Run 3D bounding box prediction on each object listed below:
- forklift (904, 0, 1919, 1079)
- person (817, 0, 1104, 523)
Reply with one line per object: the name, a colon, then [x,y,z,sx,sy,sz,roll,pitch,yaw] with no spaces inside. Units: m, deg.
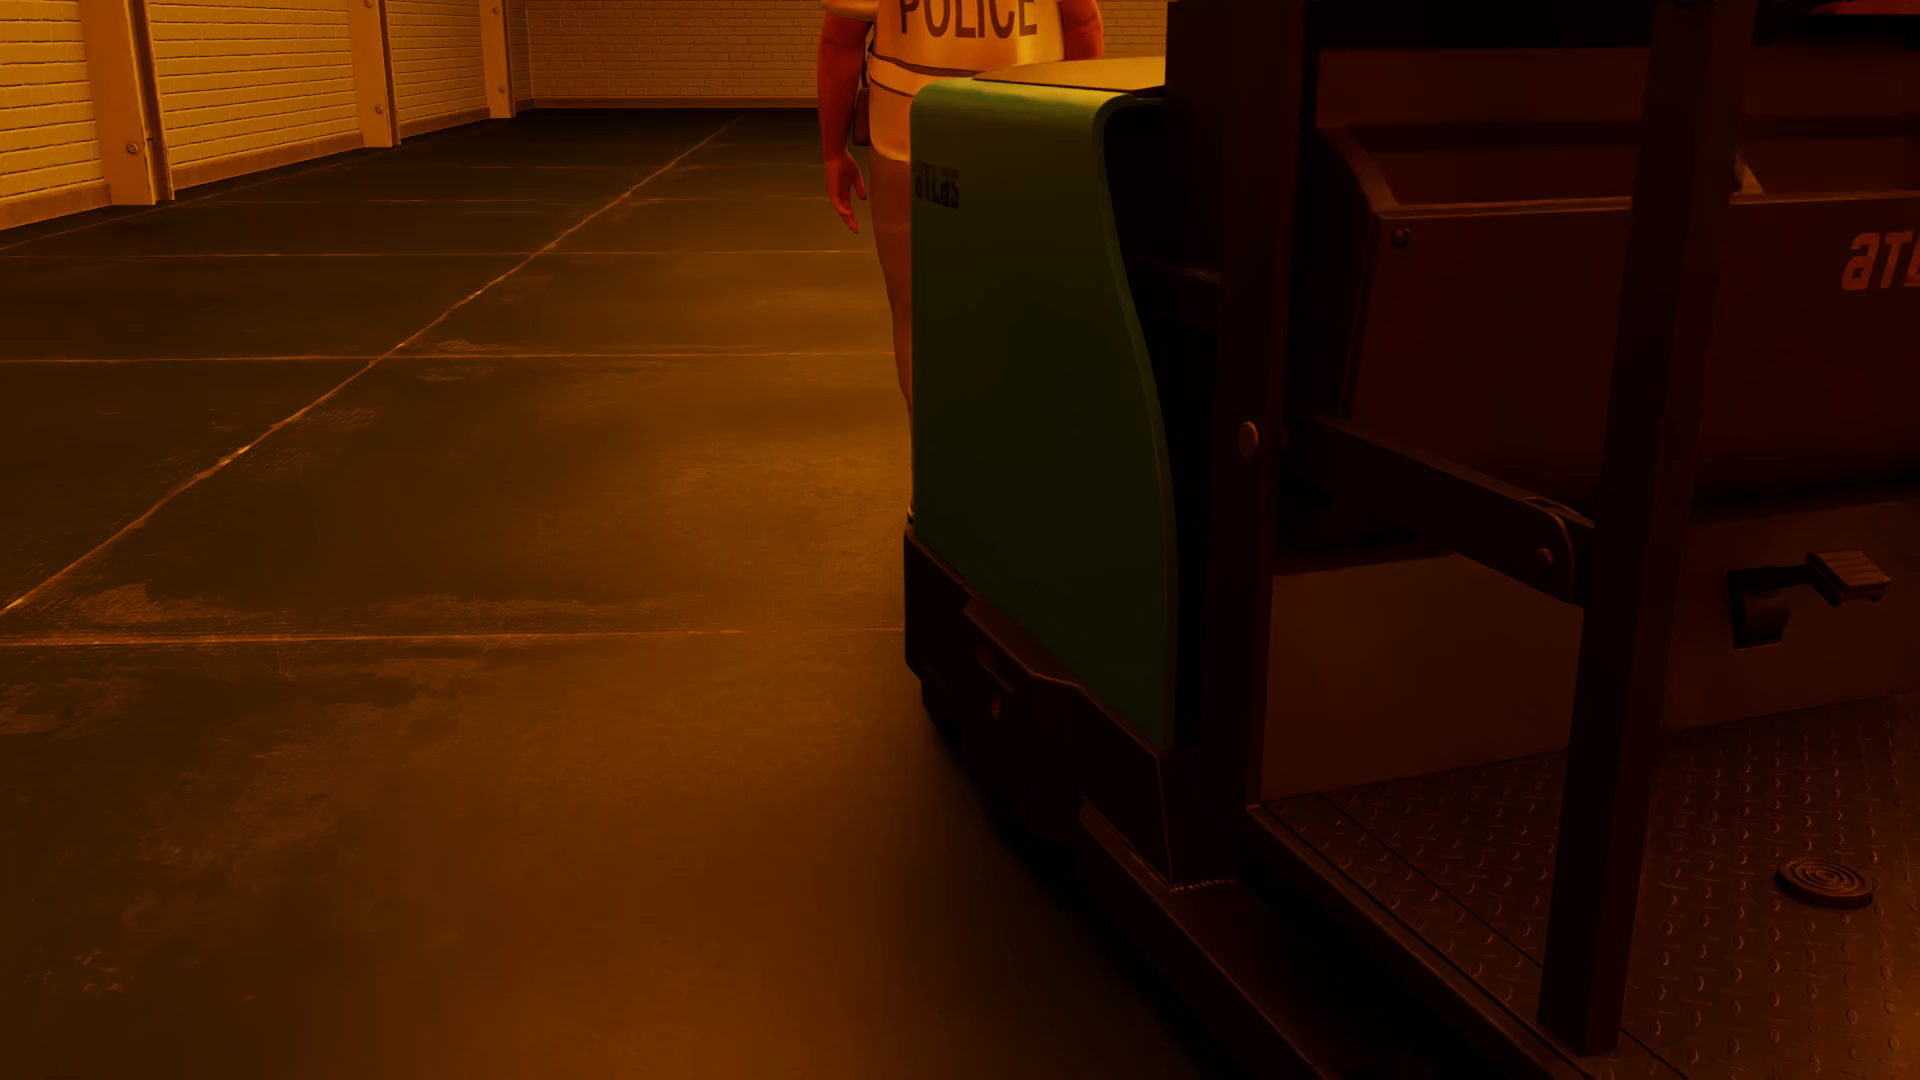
forklift: [0.878,-0.773,1.434,1.130,2.935,3.031,-6,18,-19]
person: [0.008,-0.881,3.730,0.640,1.779,0.575,-1,17,-3]
